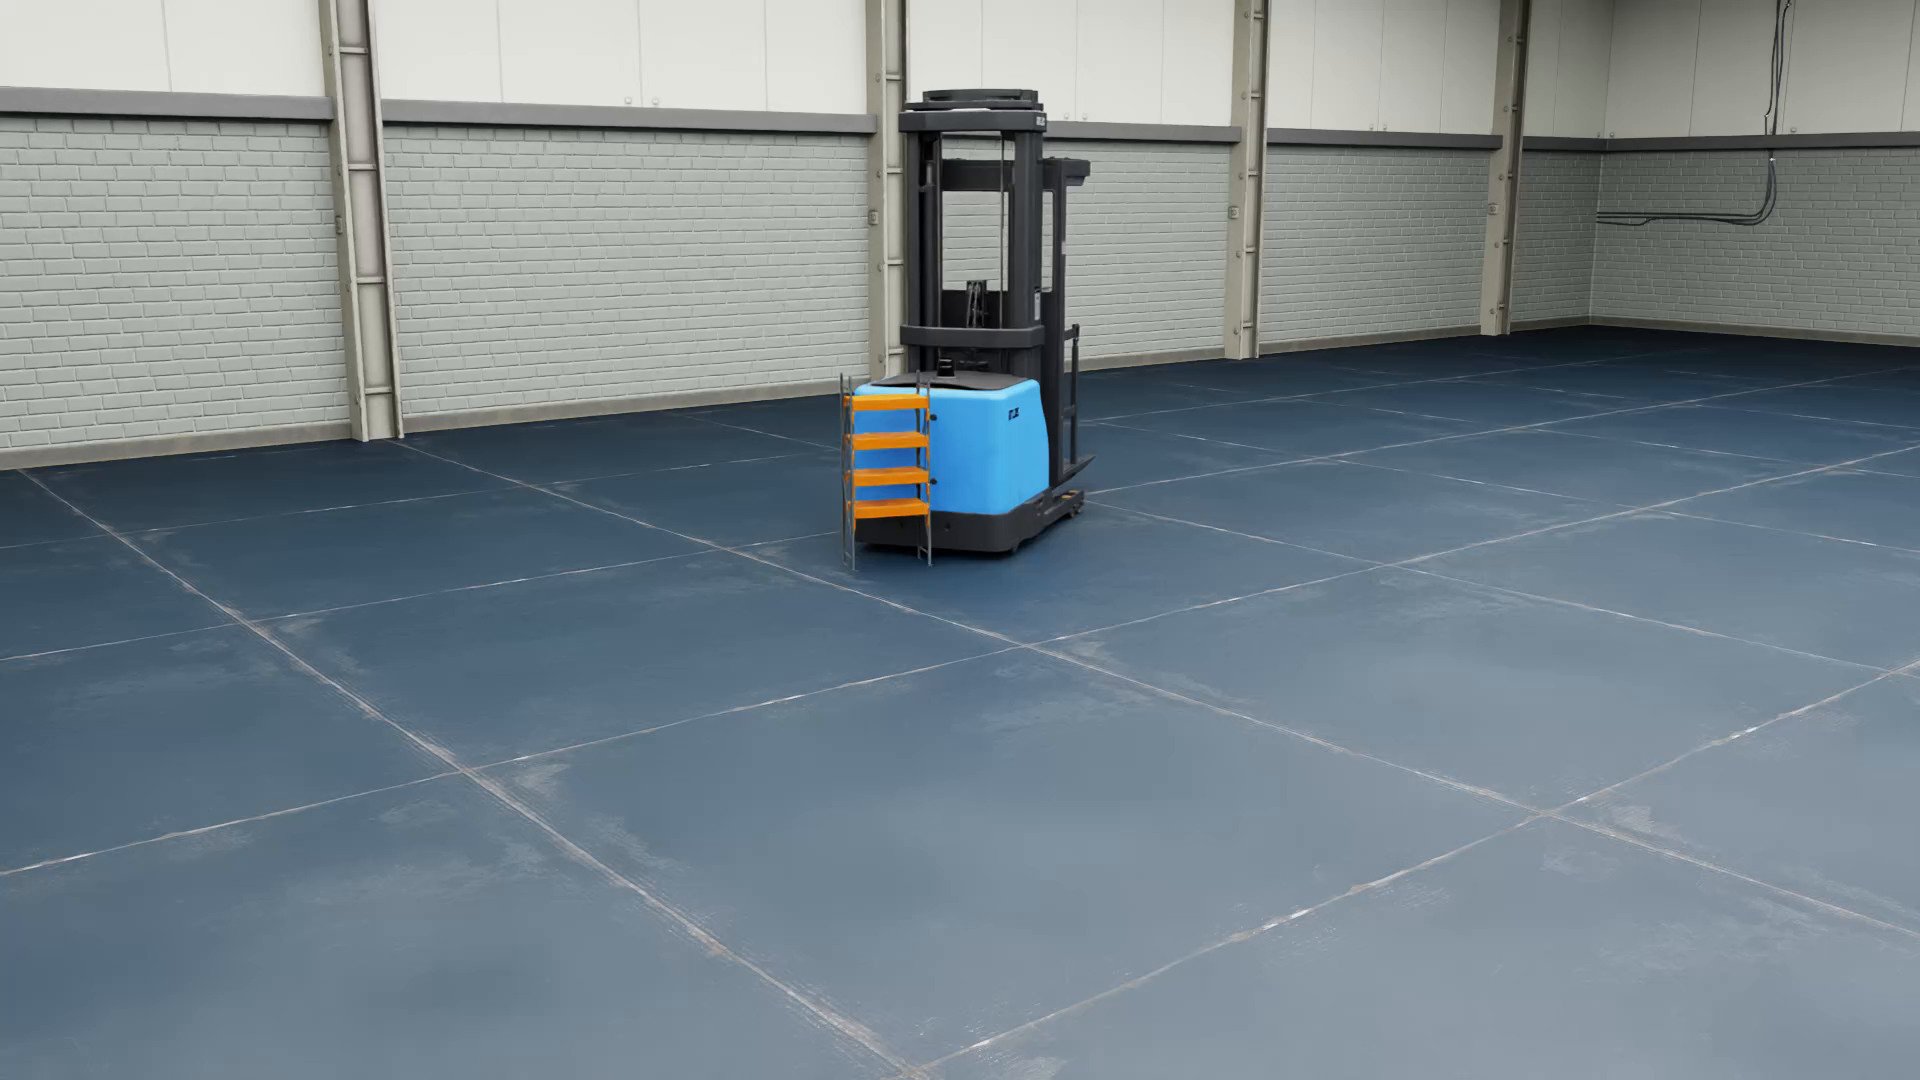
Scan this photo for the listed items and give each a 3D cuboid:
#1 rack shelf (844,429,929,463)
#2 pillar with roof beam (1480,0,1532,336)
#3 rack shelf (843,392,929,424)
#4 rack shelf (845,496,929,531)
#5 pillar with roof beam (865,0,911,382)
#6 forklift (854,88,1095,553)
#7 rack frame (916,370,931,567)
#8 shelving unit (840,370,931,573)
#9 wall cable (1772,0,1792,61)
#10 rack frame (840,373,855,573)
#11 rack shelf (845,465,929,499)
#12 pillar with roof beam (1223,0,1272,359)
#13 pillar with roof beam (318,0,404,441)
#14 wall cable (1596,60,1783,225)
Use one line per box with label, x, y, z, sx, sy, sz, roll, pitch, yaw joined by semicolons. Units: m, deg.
rack shelf;-0.457;-0.580;10.217;0.480;0.148;0.258;-4;13;-18
pillar with roof beam;11.259;-7.004;22.450;0.400;9.000;9.100;-9;15;-38
rack shelf;-0.457;-0.811;10.168;0.480;0.148;0.258;-4;13;-18
rack shelf;-0.457;-0.167;10.305;0.480;0.148;0.258;-4;13;-18
pillar with roof beam;1.888;-5.447;15.117;0.400;9.000;9.100;-9;15;-38
forklift;0.266;-1.614;11.671;1.130;2.935;3.031;4;13;18
rack frame;-0.226;-0.443;10.325;0.015;1.200;0.240;-4;13;-18
shelving unit;-0.457;-0.427;10.250;0.503;1.200;0.258;-4;13;-18
wall cable;13.386;-8.383;24.260;0.112;2.526;3.097;-9;15;-38
rack frame;-0.689;-0.411;10.175;0.015;1.200;0.240;-4;13;-18
rack shelf;-0.457;-0.361;10.264;0.480;0.148;0.258;-4;13;-18
pillar with roof beam;6.574;-6.226;18.783;0.400;9.000;9.100;-9;15;-38
pillar with roof beam;-2.797;-4.669;11.450;0.400;9.000;9.100;-9;15;-38
wall cable;11.696;-6.351;26.851;0.112;2.526;3.097;-9;15;-38
